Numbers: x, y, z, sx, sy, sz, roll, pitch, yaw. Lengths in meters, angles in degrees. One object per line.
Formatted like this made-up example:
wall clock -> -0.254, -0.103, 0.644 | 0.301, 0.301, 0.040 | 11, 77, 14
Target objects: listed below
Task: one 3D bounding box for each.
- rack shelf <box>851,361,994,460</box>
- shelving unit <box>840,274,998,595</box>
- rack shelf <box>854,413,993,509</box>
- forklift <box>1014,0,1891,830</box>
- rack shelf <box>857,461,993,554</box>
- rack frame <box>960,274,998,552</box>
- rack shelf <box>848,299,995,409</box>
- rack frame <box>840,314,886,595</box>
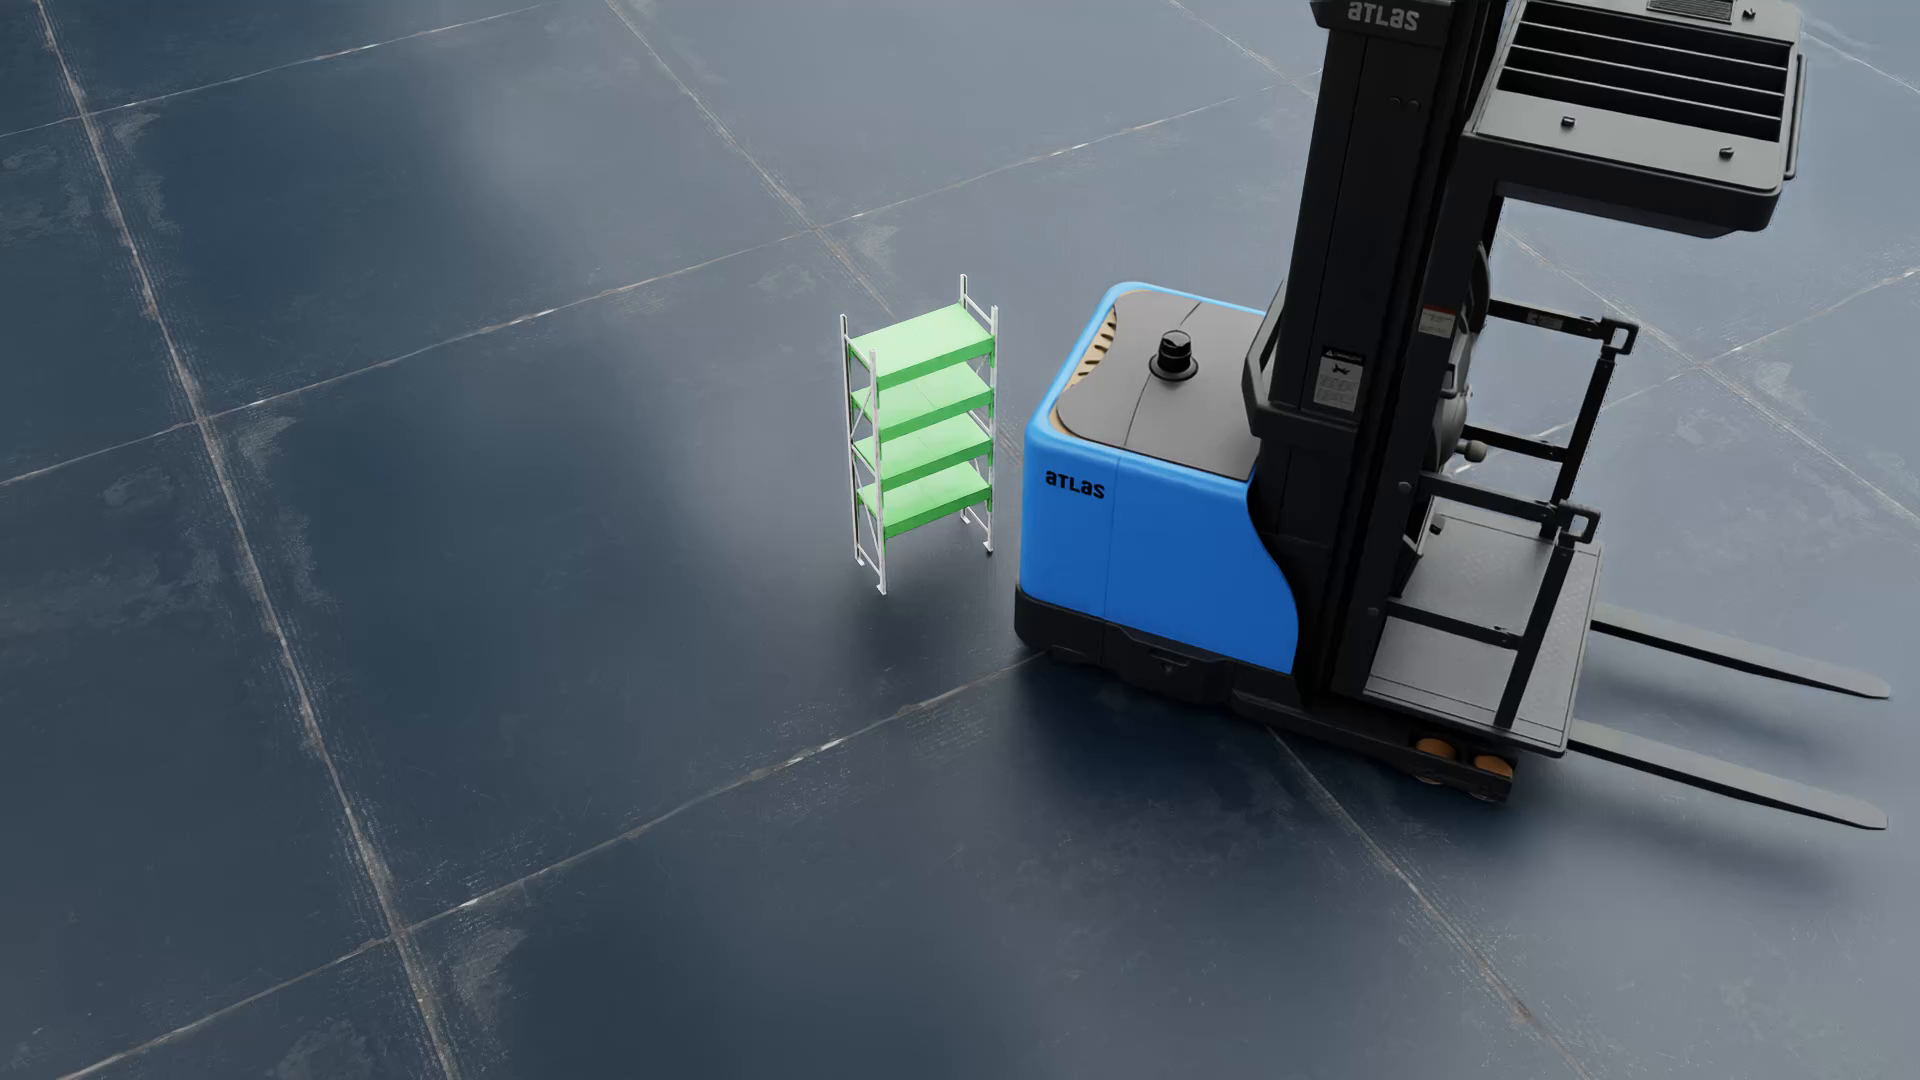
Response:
rack shelf -> -0.144, -0.500, 6.150 | 0.480, 0.148, 0.258 | -22, 48, -21
shelving unit -> -0.144, -0.373, 6.273 | 0.503, 1.200, 0.258 | -22, 48, -21
rack shelf -> -0.144, -0.327, 6.317 | 0.480, 0.148, 0.258 | -22, 48, -21
forklift -> 1.772, -0.563, 5.226 | 3.031, 2.935, 1.130 | 16, 46, 16
rack shelf -> -0.144, -0.155, 6.485 | 0.480, 0.148, 0.258 | -22, 48, -21
rack frame -> 0.068, -0.458, 6.360 | 0.015, 1.200, 0.240 | -22, 48, -21
rack shelf -> -0.144, -0.672, 5.983 | 0.480, 0.148, 0.258 | -22, 48, -21
rack frame -> -0.355, -0.288, 6.186 | 0.015, 1.200, 0.240 | -22, 48, -21
